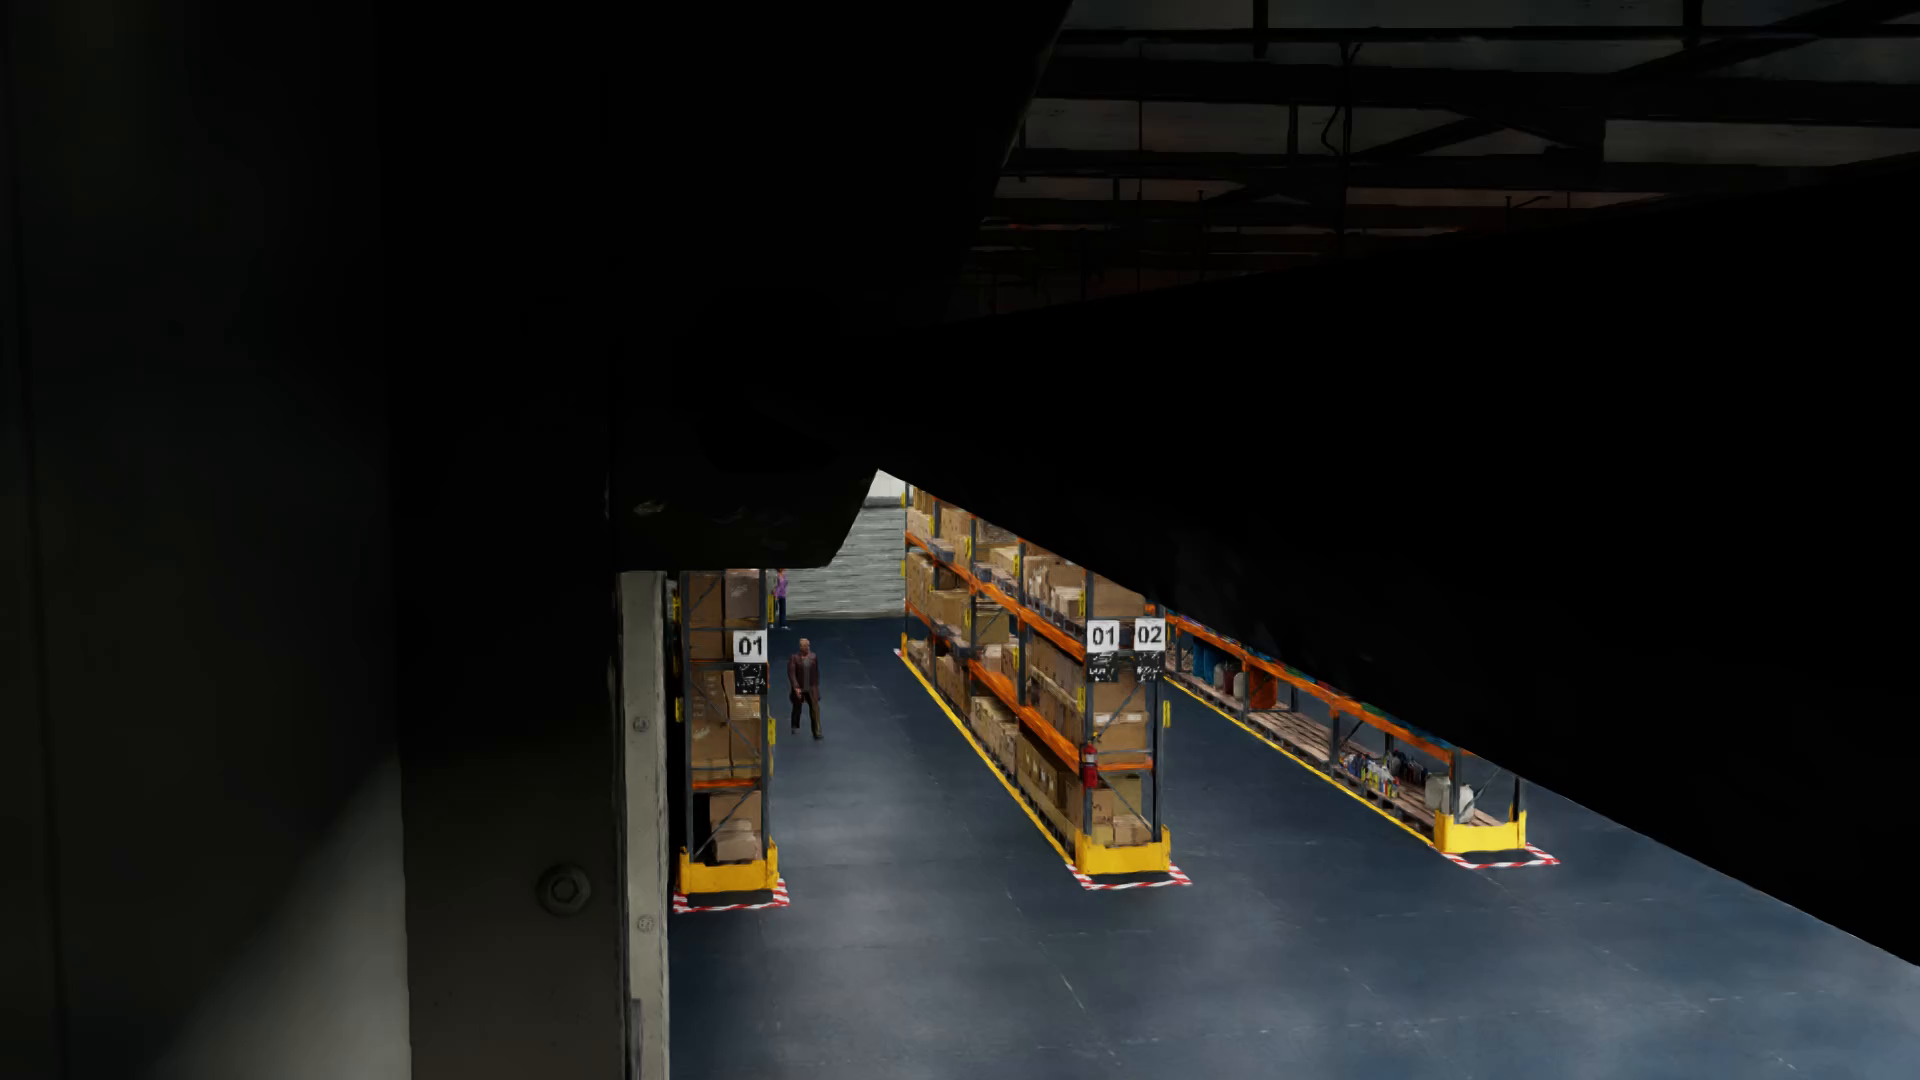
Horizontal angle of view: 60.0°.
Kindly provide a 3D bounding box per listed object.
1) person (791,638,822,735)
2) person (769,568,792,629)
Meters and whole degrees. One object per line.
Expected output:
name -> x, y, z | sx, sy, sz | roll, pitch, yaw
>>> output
person -> -2.683, 2.485, 28.471 | 0.543, 1.664, 0.919 | -2, 6, -18
person -> -4.386, 1.381, 40.231 | 0.493, 1.588, 0.458 | 4, 7, 33
